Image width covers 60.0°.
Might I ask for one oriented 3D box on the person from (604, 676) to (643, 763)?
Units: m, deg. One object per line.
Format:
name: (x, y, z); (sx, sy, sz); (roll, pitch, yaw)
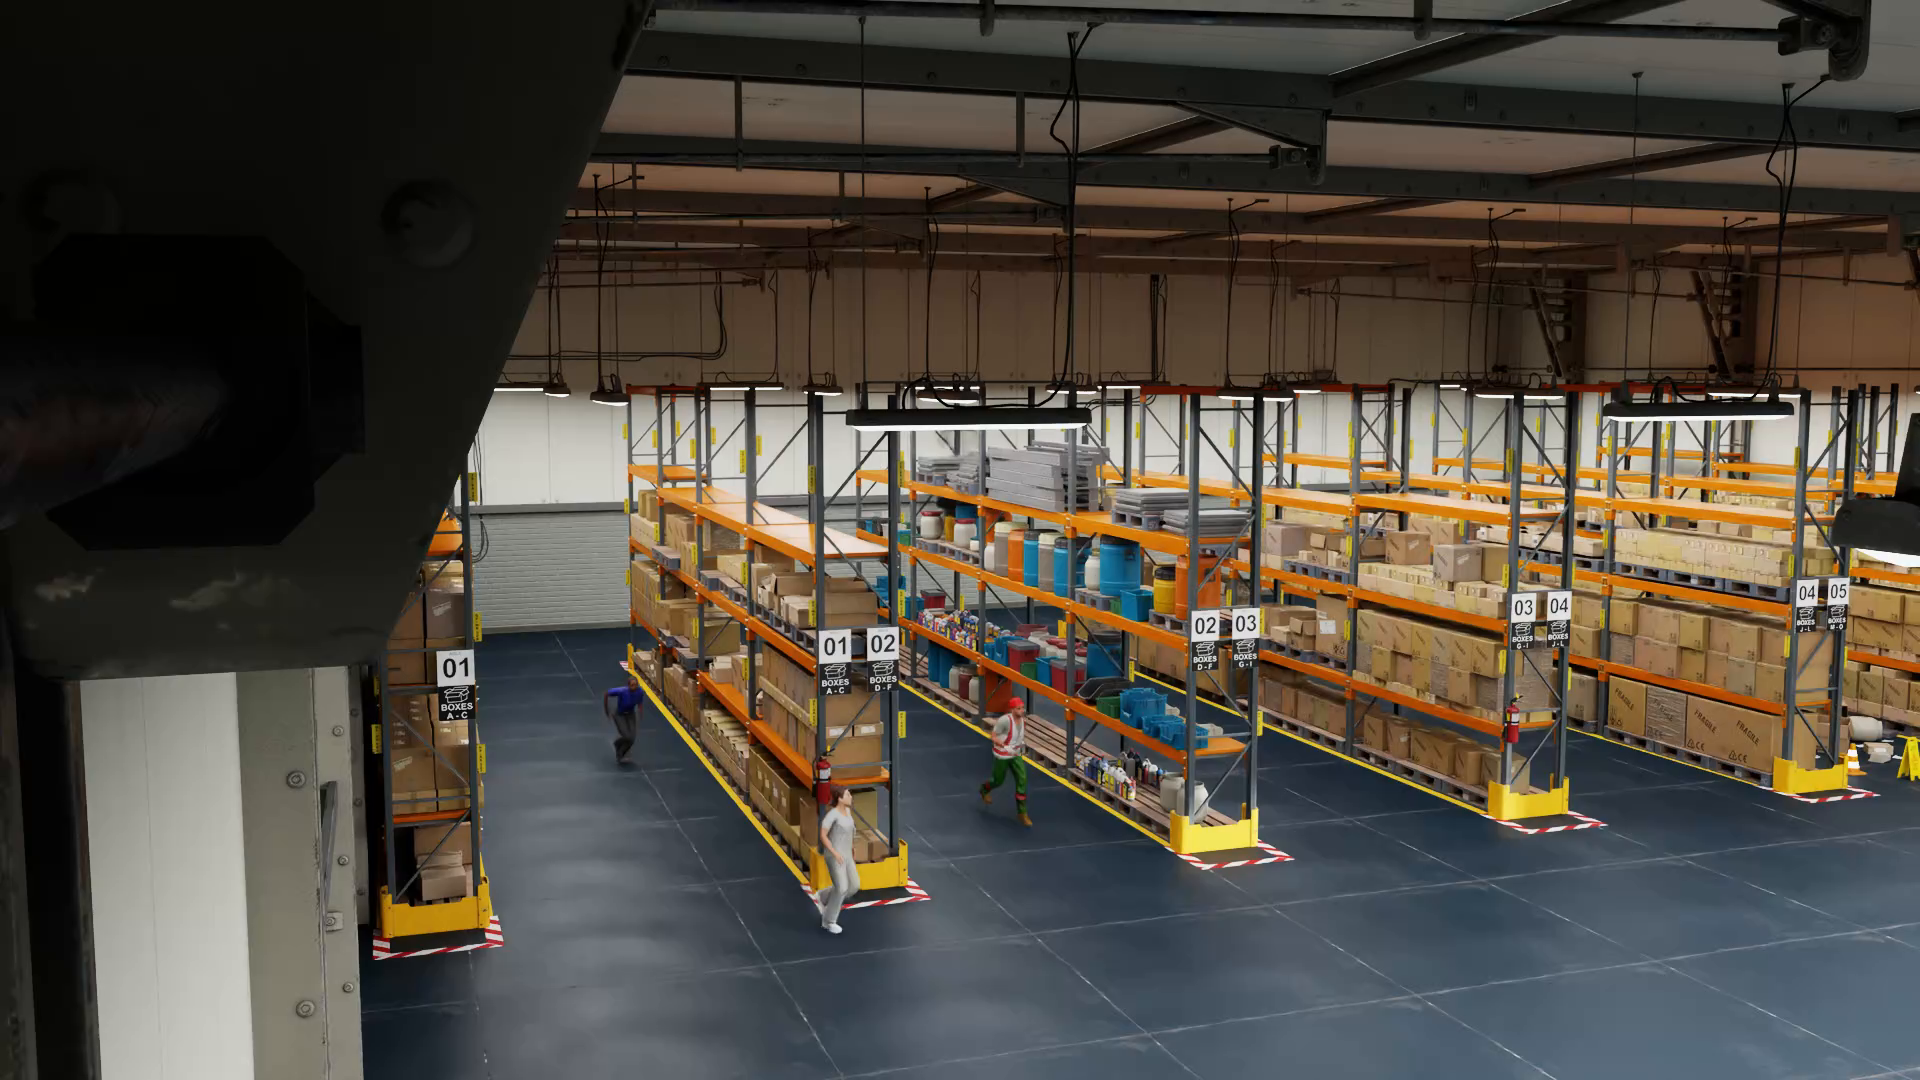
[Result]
person: (-5.350, 2.869, 26.527); (0.596, 1.480, 0.780); (-5, 7, -38)

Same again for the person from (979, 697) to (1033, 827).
person: (0.644, 3.050, 23.347); (0.658, 1.773, 1.135); (-4, 7, -36)

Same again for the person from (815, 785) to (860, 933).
person: (-1.388, 3.589, 18.922); (0.552, 1.613, 0.607); (3, 7, 30)

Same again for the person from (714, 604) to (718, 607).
person: (-5.407, 1.733, 36.166); (0.620, 1.751, 0.679); (2, 6, 20)
